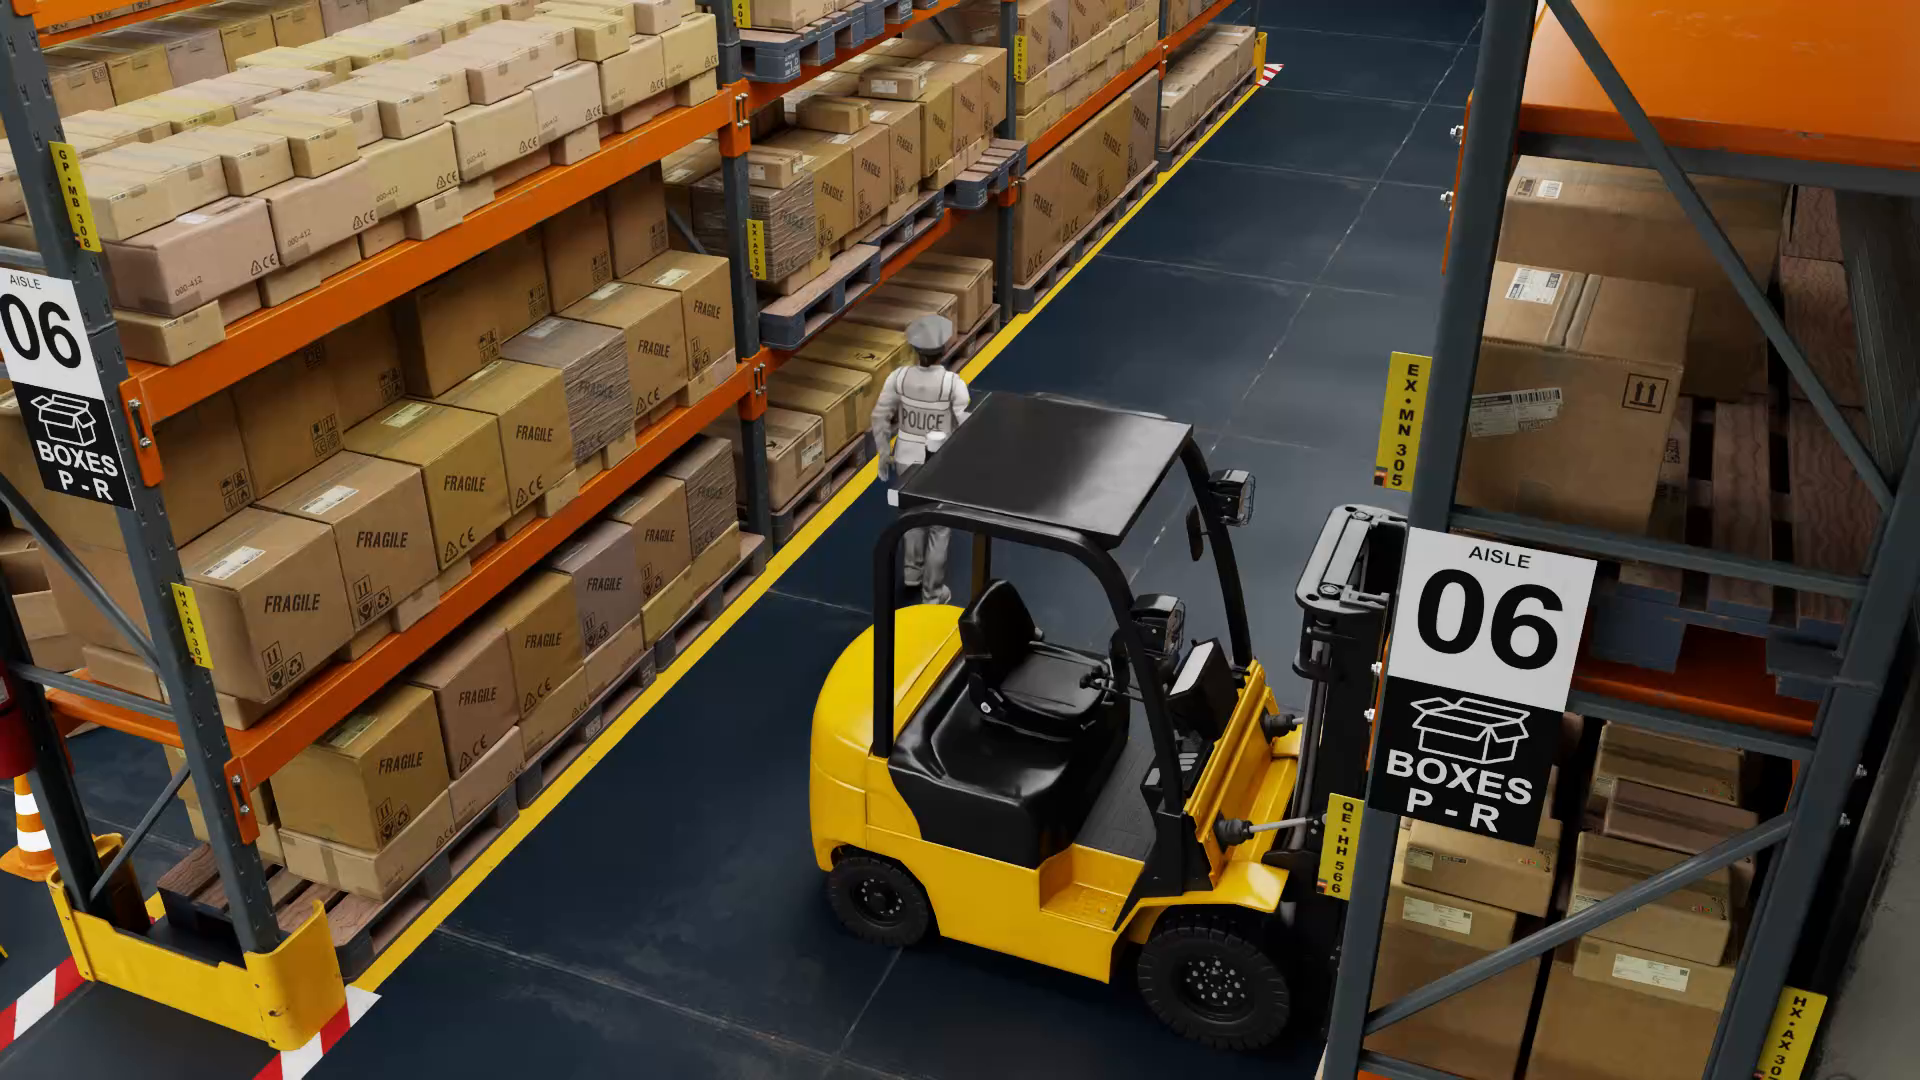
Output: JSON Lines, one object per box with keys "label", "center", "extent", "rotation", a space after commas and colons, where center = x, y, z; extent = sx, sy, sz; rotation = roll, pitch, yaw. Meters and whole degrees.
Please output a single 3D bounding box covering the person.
{"label": "person", "center": [-0.161, -0.428, 9.129], "extent": [0.579, 1.670, 0.523], "rotation": [11, 31, 18]}
